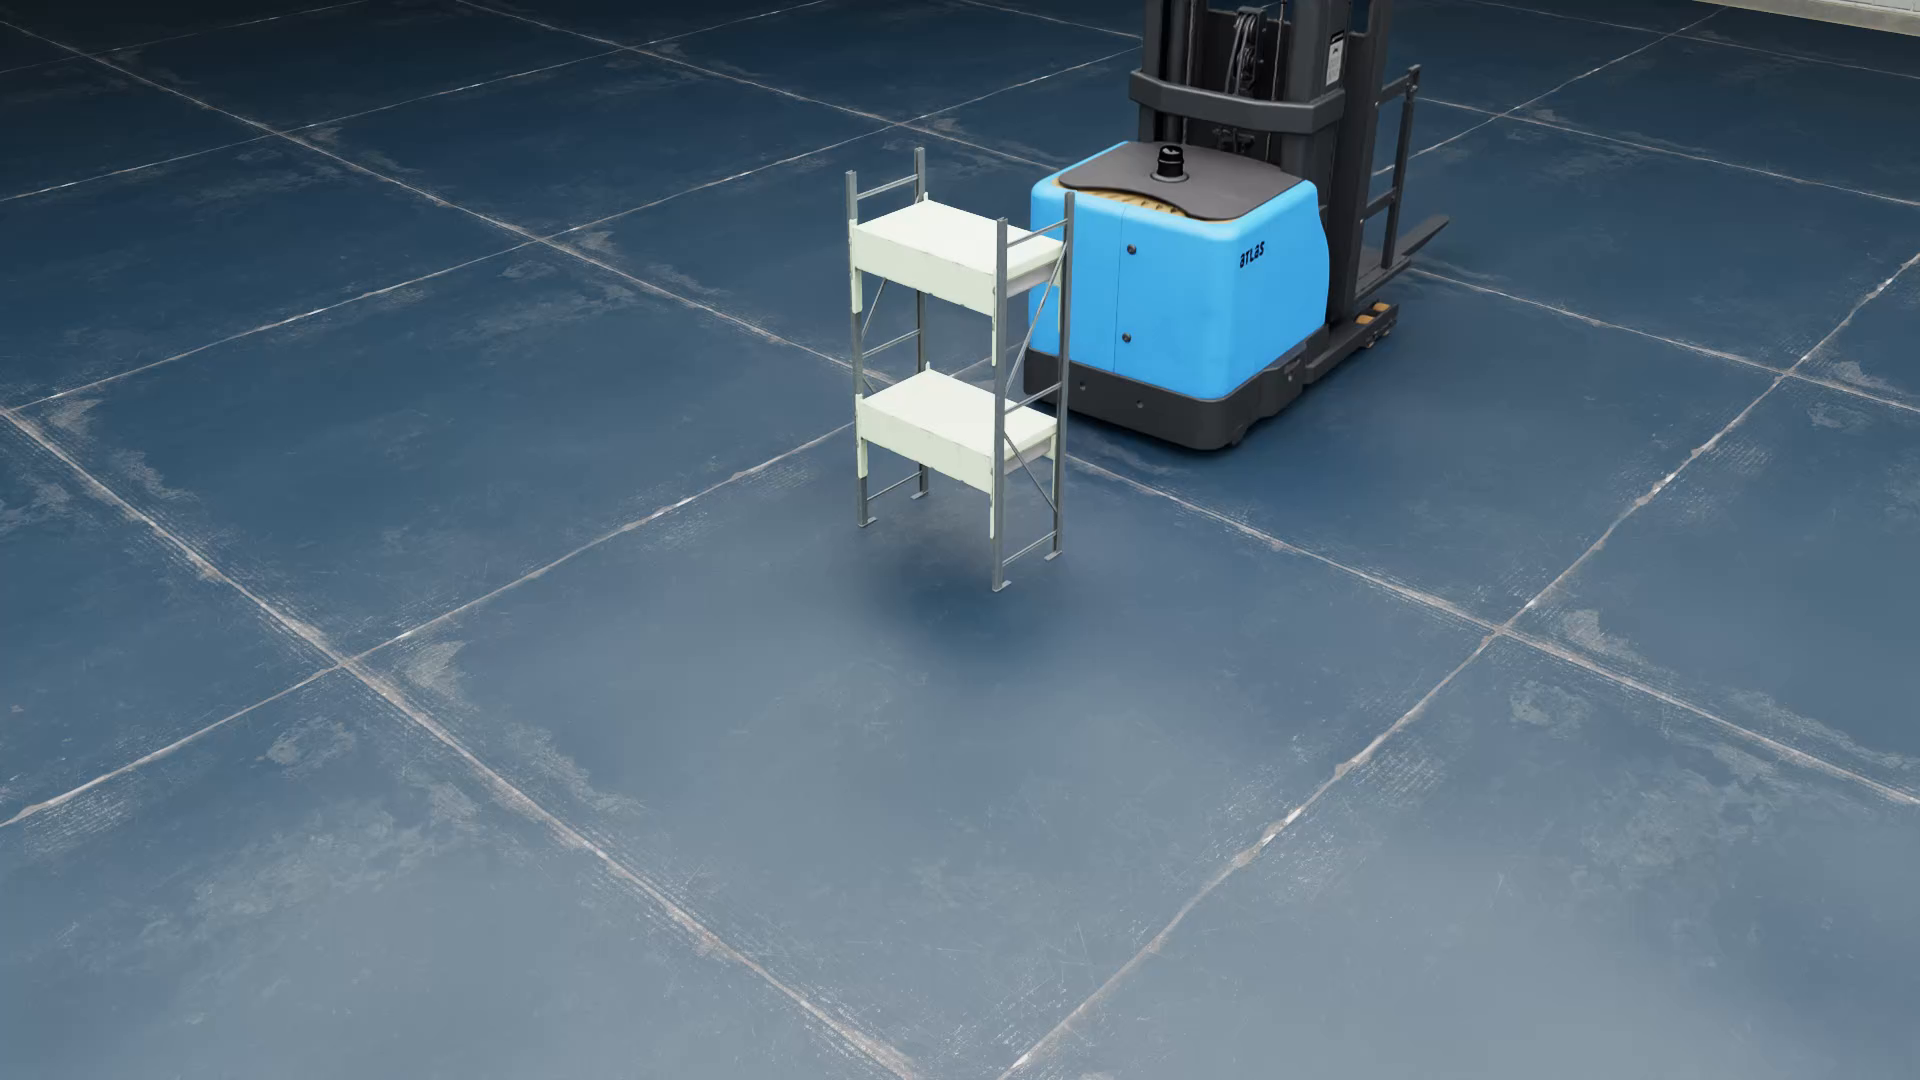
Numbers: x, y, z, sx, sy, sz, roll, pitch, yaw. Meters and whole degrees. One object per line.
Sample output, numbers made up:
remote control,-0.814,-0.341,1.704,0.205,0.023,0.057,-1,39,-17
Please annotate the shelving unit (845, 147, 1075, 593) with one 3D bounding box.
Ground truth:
shelving unit,-0.005,-0.645,6.367,0.755,1.500,0.431,25,39,35

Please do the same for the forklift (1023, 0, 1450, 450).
forklift,1.578,-2.352,7.815,1.130,2.935,3.031,21,37,31

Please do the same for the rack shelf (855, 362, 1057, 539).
rack shelf,-0.005,-0.366,6.535,0.720,0.370,0.431,25,39,35

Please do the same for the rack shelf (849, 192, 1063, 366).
rack shelf,-0.005,-0.979,6.166,0.720,0.370,0.431,25,39,35

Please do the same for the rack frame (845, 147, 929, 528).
rack frame,-0.276,-0.772,6.577,0.023,1.500,0.400,25,39,35

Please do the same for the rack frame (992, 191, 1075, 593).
rack frame,0.266,-0.518,6.157,0.023,1.500,0.400,25,39,35
